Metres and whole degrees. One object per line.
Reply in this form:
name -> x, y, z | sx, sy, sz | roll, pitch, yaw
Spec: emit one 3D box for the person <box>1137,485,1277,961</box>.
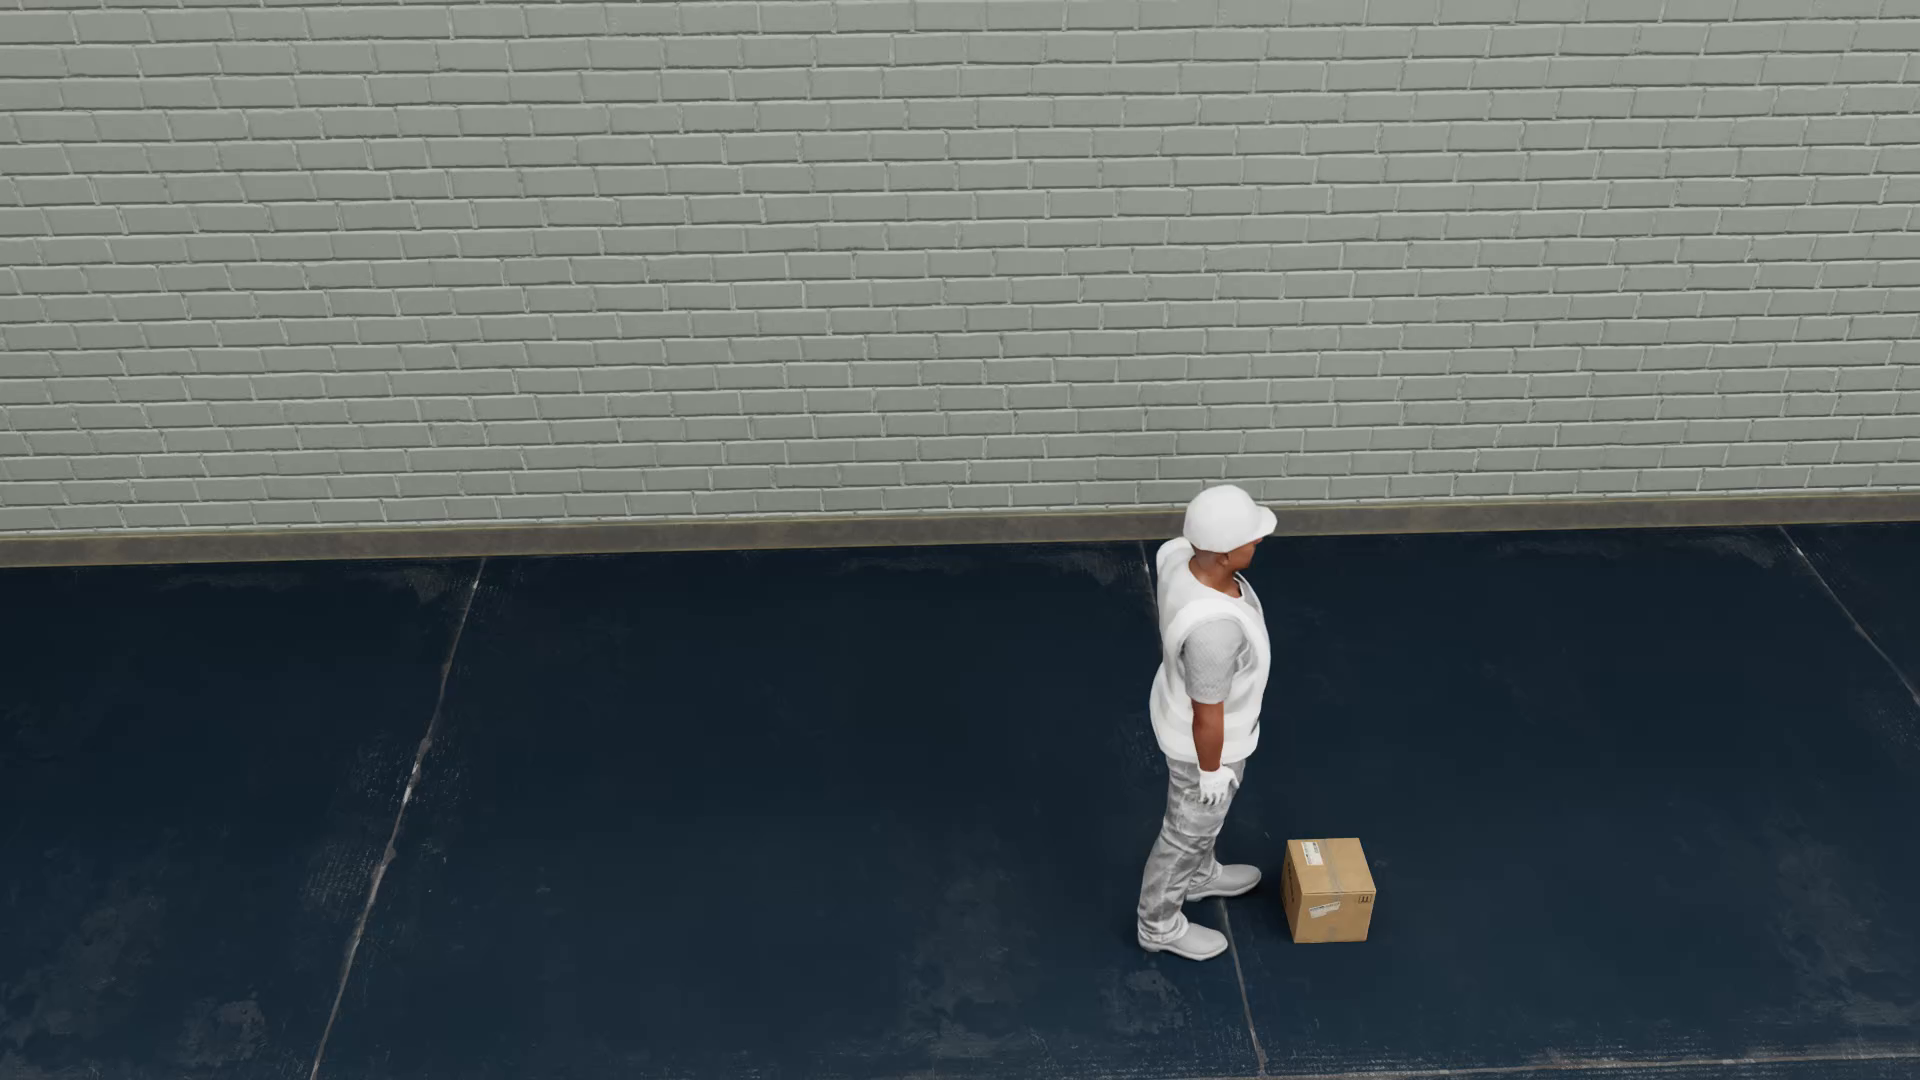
person -> 0.833, 0.586, 5.295 | 0.480, 1.787, 0.556 | -1, 35, -1
